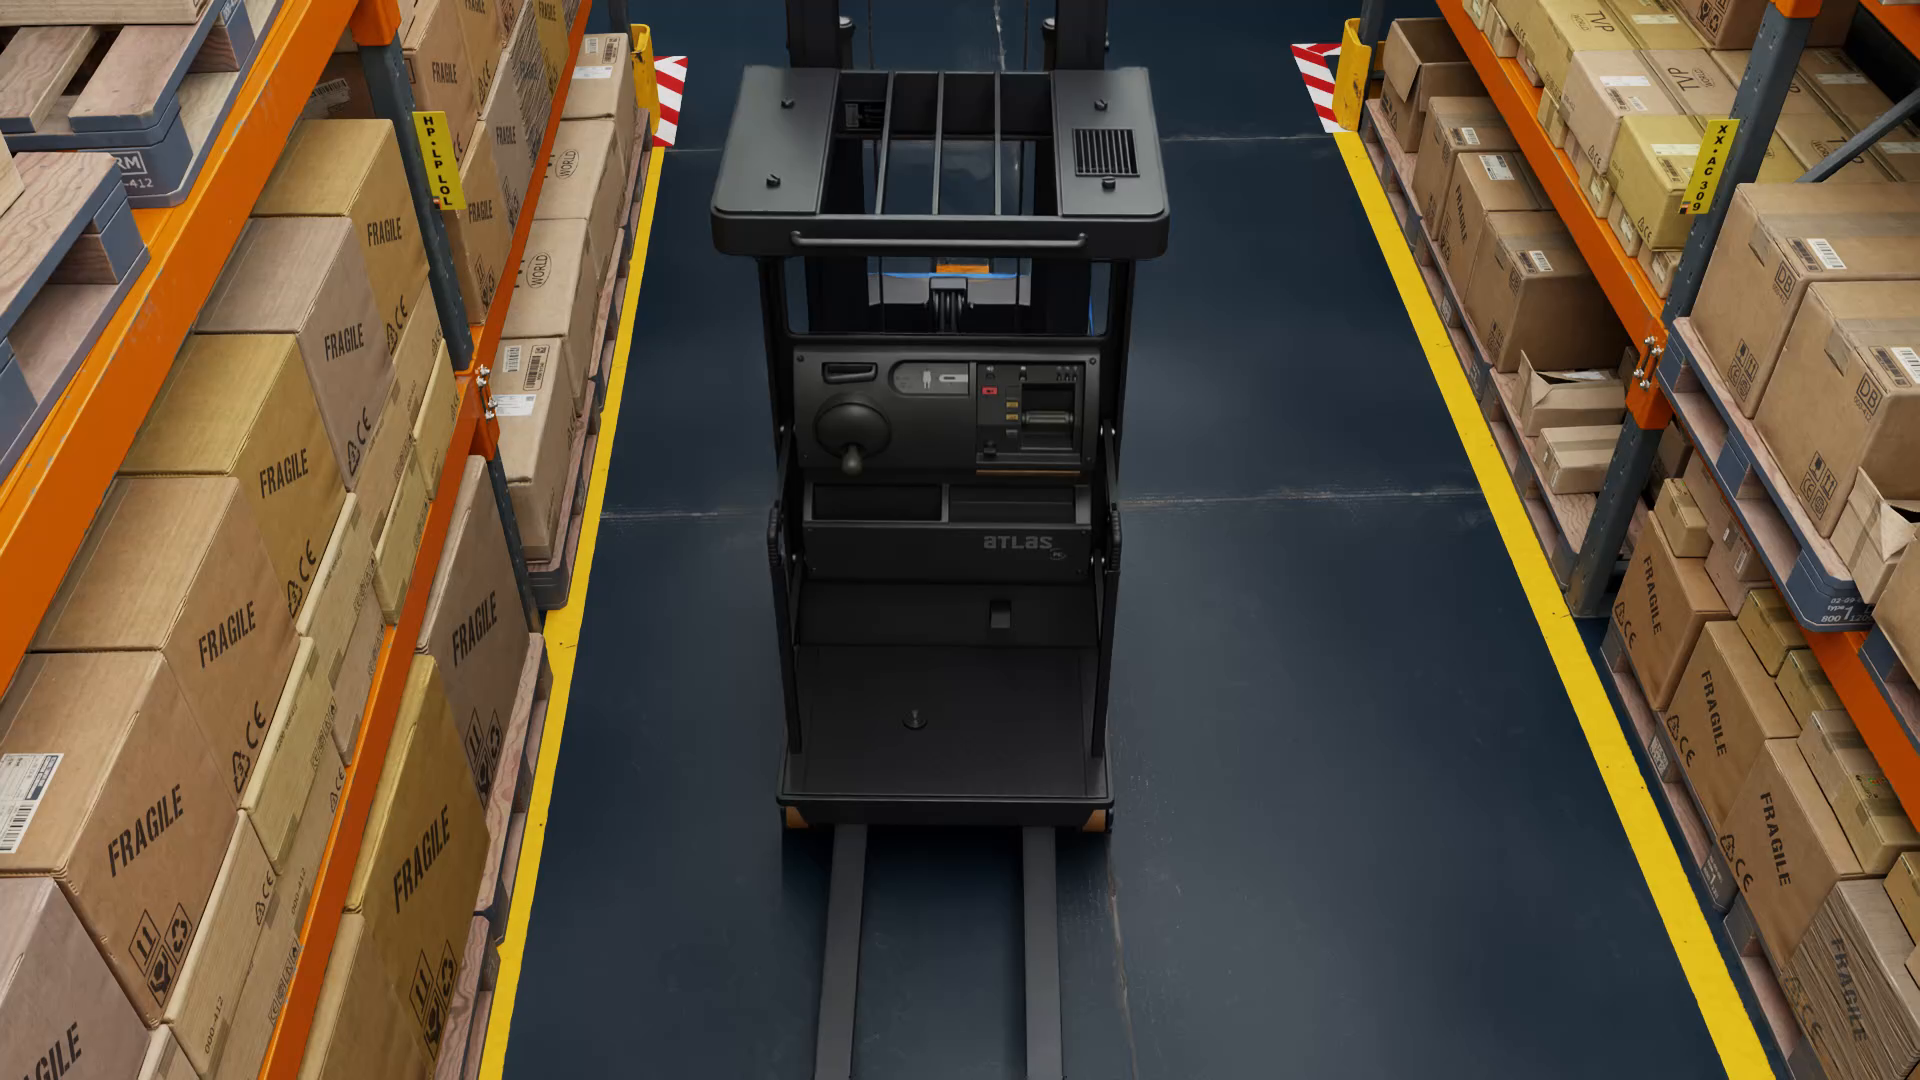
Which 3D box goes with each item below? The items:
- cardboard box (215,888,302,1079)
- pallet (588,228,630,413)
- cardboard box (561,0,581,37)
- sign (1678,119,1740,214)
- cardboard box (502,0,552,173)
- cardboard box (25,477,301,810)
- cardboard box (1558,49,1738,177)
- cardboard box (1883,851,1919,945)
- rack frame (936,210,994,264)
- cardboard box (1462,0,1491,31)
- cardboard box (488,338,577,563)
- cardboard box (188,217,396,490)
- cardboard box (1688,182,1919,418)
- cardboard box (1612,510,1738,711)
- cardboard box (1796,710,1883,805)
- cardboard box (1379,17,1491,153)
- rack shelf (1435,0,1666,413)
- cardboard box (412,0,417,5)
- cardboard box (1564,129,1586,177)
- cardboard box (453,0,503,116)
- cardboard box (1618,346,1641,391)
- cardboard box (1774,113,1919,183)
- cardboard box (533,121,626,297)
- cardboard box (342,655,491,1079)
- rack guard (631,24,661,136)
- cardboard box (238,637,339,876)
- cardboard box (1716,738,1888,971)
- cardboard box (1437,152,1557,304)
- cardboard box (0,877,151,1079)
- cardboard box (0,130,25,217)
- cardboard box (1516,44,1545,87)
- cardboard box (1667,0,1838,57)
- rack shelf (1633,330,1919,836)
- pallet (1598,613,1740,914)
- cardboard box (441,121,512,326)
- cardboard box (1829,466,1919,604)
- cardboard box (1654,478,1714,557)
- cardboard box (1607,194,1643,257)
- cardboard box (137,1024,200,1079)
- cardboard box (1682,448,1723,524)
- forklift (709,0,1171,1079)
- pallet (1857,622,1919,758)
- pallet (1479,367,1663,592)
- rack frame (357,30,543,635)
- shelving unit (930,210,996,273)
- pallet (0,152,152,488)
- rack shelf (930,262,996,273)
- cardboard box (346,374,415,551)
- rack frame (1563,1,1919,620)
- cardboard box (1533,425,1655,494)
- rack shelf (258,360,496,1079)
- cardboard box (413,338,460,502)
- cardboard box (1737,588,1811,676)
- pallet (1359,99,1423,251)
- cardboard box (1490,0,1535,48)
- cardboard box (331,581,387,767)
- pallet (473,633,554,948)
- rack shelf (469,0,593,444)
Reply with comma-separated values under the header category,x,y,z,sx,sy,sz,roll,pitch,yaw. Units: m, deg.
category,x,y,z,sx,sy,sz,roll,pitch,yaw
cardboard box,-1.753,1.008,3.541,0.500,0.250,0.500,0,43,0
pallet,-2.106,-1.022,7.709,1.003,0.211,1.213,-2,43,-2
cardboard box,-1.944,-2.442,7.120,0.500,0.500,0.500,-1,43,-1
sign,2.320,-1.153,5.147,0.100,0.325,0.005,-2,43,-2
cardboard box,-1.887,-1.746,6.361,0.500,0.500,0.500,-1,43,-2
cardboard box,-1.759,0.221,3.475,0.500,0.500,0.500,-1,43,-1
cardboard box,2.561,-1.583,6.148,0.500,0.250,0.500,-2,43,-2
cardboard box,2.770,0.984,4.515,0.380,0.149,0.250,-1,43,-2
rack frame,0.012,-0.819,6.755,0.240,1.200,0.006,1,43,1
cardboard box,2.437,-2.361,7.292,0.380,0.149,0.250,-3,43,-3
cardboard box,-2.016,-0.346,6.493,0.875,0.438,0.875,-2,43,-2
cardboard box,-1.798,-0.471,4.230,0.500,0.500,0.500,-1,43,-1
cardboard box,2.659,-0.713,4.923,0.700,0.500,0.500,-1,43,-1
cardboard box,2.658,0.245,5.801,0.500,0.500,0.500,0,43,0
cardboard box,2.721,0.635,4.896,0.380,0.149,0.250,-2,43,-2
cardboard box,2.623,-2.373,8.656,0.797,0.503,0.637,-3,43,-3
rack shelf,2.777,-1.939,7.178,1.077,0.370,4.000,-2,43,-2
cardboard box,-1.878,-1.747,5.142,0.380,0.149,0.250,-1,43,-1
cardboard box,2.544,-1.497,6.350,0.380,0.149,0.250,-1,43,-1
cardboard box,-1.891,-1.784,5.663,0.500,0.500,0.500,-2,43,-2
cardboard box,3.052,-0.704,7.097,0.380,0.149,0.250,-2,43,-2
cardboard box,3.111,-1.251,5.785,0.500,0.250,0.500,-2,43,-2
cardboard box,-2.092,-1.560,7.817,0.875,0.438,0.875,-1,43,-1
cardboard box,-1.945,0.945,4.761,0.875,0.875,0.875,-1,43,-1
rack guard,-2.268,-2.504,9.112,1.175,0.500,0.348,-2,43,-2
cardboard box,-1.740,0.484,3.743,0.500,0.250,0.500,-1,43,-1
cardboard box,2.707,0.942,5.042,0.500,0.500,0.500,-3,43,-3
cardboard box,2.543,-1.434,7.634,0.500,0.500,0.500,-1,43,-1
cardboard box,-1.735,0.911,2.722,0.500,0.500,0.500,-1,43,-2
cardboard box,-1.867,-0.611,2.839,0.380,0.166,0.250,2,43,2
cardboard box,2.548,-2.012,6.911,0.380,0.149,0.250,-2,43,-2
cardboard box,3.063,-1.937,6.535,0.500,0.250,0.500,-1,43,-1
rack shelf,2.947,0.761,4.232,1.077,0.370,4.000,-2,43,-2
pallet,2.934,0.722,5.806,1.003,0.211,1.213,-2,43,-2
cardboard box,-1.855,-1.070,5.624,0.500,0.500,0.500,0,43,0
cardboard box,2.538,-0.011,4.330,0.396,0.266,0.258,0,43,0
cardboard box,2.611,-0.077,5.673,0.380,0.149,0.250,0,43,0
cardboard box,2.563,-1.145,5.965,0.380,0.149,0.250,-1,43,-1
cardboard box,-1.723,1.164,3.001,0.500,0.250,0.500,-1,43,-1
cardboard box,2.672,-0.188,5.574,0.380,0.149,0.250,-2,43,-3
forklift,-0.042,-0.306,4.914,1.130,2.935,3.031,1,43,1
pallet,2.945,0.604,4.013,1.003,0.211,1.213,-2,43,-2
pallet,2.834,-0.290,6.910,1.003,0.211,1.213,-2,43,-2
rack frame,-2.097,-0.709,5.304,1.000,3.000,0.127,-2,43,-2
shelving unit,0.011,-0.757,6.688,0.258,1.200,0.189,1,43,1
pallet,-2.058,-0.233,2.704,1.003,0.211,1.213,0,43,0
rack shelf,0.011,-0.989,6.474,0.258,0.103,0.180,1,43,1
cardboard box,-1.807,-0.210,4.501,0.500,0.250,0.500,-1,43,-1
rack frame,2.862,-0.854,5.462,1.000,3.000,0.127,-2,43,-2
cardboard box,2.545,-0.326,6.685,0.380,0.149,0.250,-3,43,-3
rack shelf,-2.012,0.906,4.074,1.077,0.370,4.000,-2,43,-2
cardboard box,-1.826,-0.358,5.032,0.500,0.250,0.500,-3,43,-3
cardboard box,2.723,0.281,5.283,0.380,0.149,0.250,-4,43,-4
pallet,2.730,-1.937,8.707,1.003,0.211,1.213,-2,43,-2
cardboard box,2.532,-2.268,6.895,0.500,0.250,0.500,-3,43,-3
cardboard box,-1.803,0.327,4.285,0.500,0.250,0.500,-3,43,-3
pallet,-1.989,0.837,5.680,1.003,0.211,1.213,-2,43,-2
rack shelf,-2.182,-1.794,7.020,1.077,0.370,4.000,-2,43,-2
